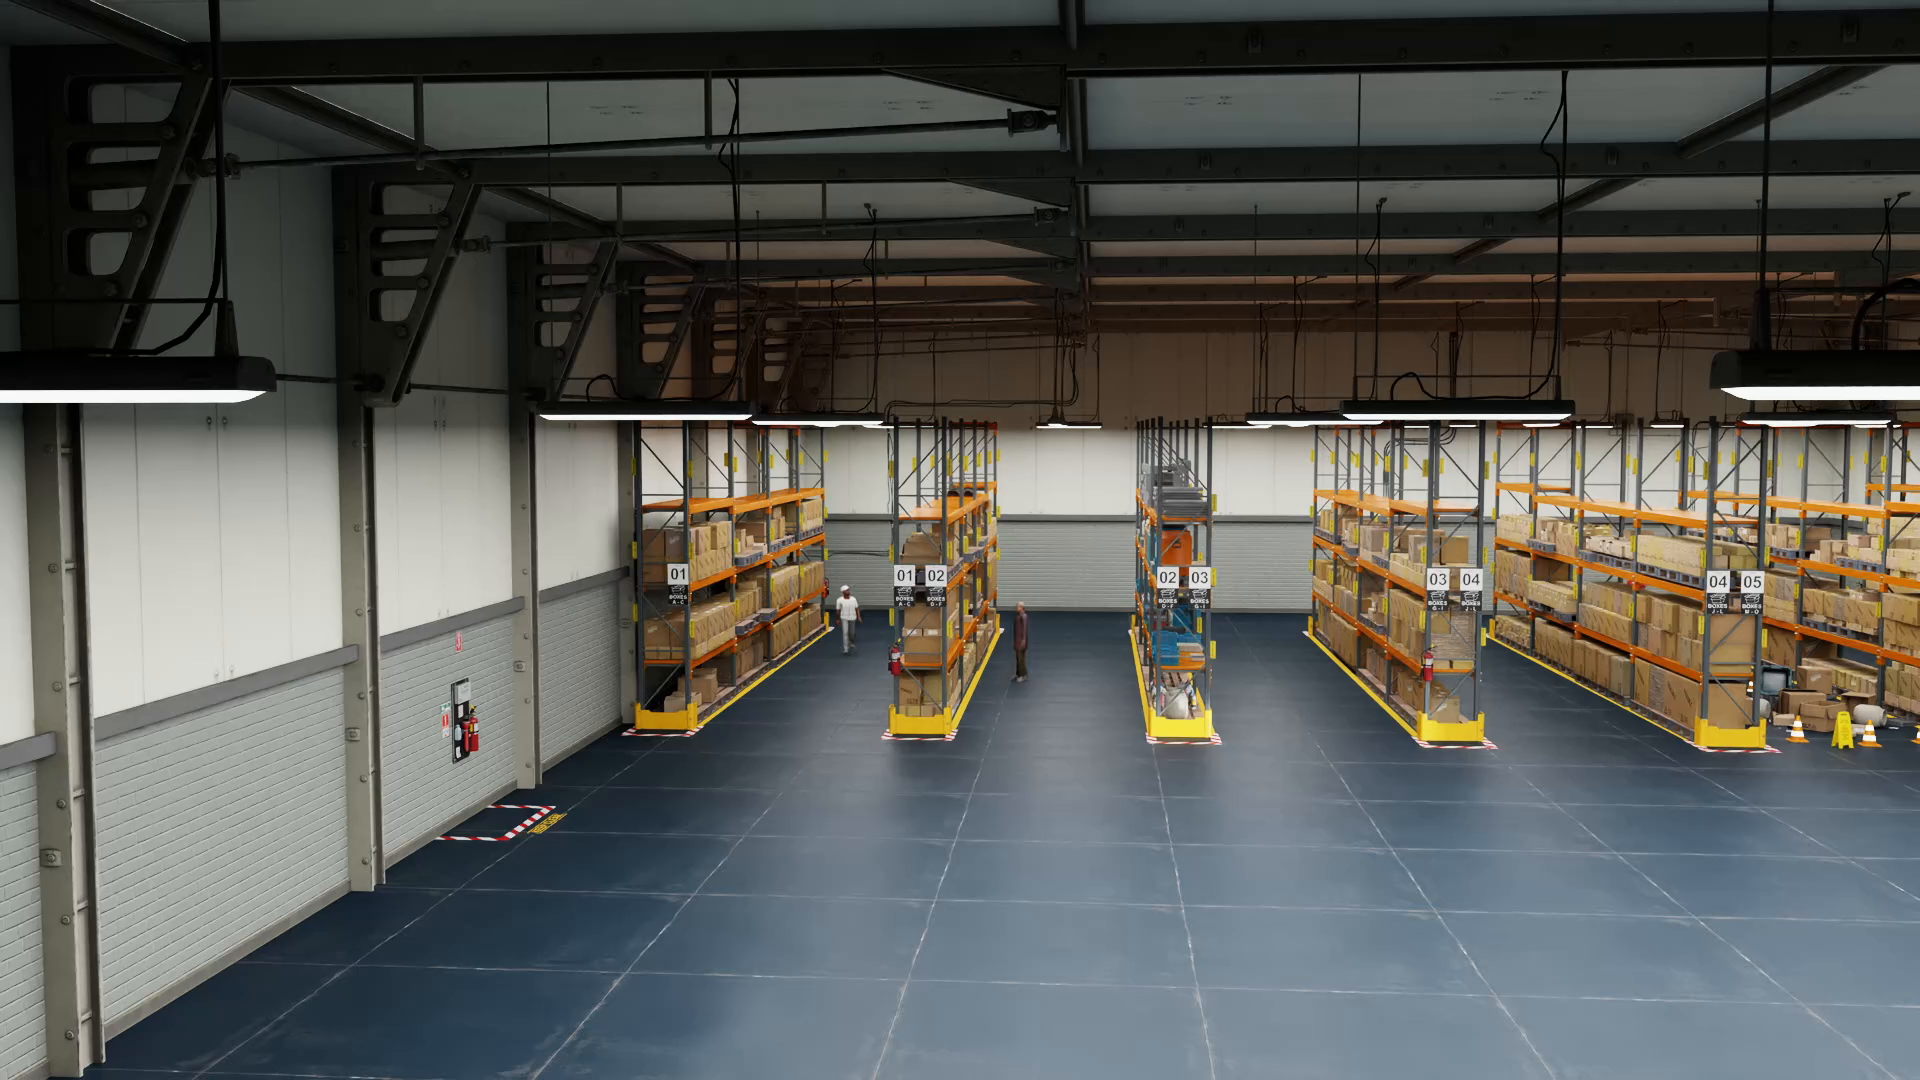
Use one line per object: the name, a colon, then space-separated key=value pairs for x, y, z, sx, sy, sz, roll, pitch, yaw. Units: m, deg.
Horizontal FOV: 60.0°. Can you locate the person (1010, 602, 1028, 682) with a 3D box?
person: x=1.344 y=2.346 z=38.316 sx=0.405 sy=1.832 sz=0.637 roll=-1 pitch=4 yaw=-9

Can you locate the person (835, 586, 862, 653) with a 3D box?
person: x=-2.894 y=2.052 z=43.119 sx=0.684 sy=1.722 sz=0.975 roll=0 pitch=4 yaw=-6

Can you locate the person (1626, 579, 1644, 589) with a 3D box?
person: x=19.623 y=1.711 z=48.370 sx=0.506 sy=1.677 sz=1.063 roll=1 pitch=4 yaw=20
